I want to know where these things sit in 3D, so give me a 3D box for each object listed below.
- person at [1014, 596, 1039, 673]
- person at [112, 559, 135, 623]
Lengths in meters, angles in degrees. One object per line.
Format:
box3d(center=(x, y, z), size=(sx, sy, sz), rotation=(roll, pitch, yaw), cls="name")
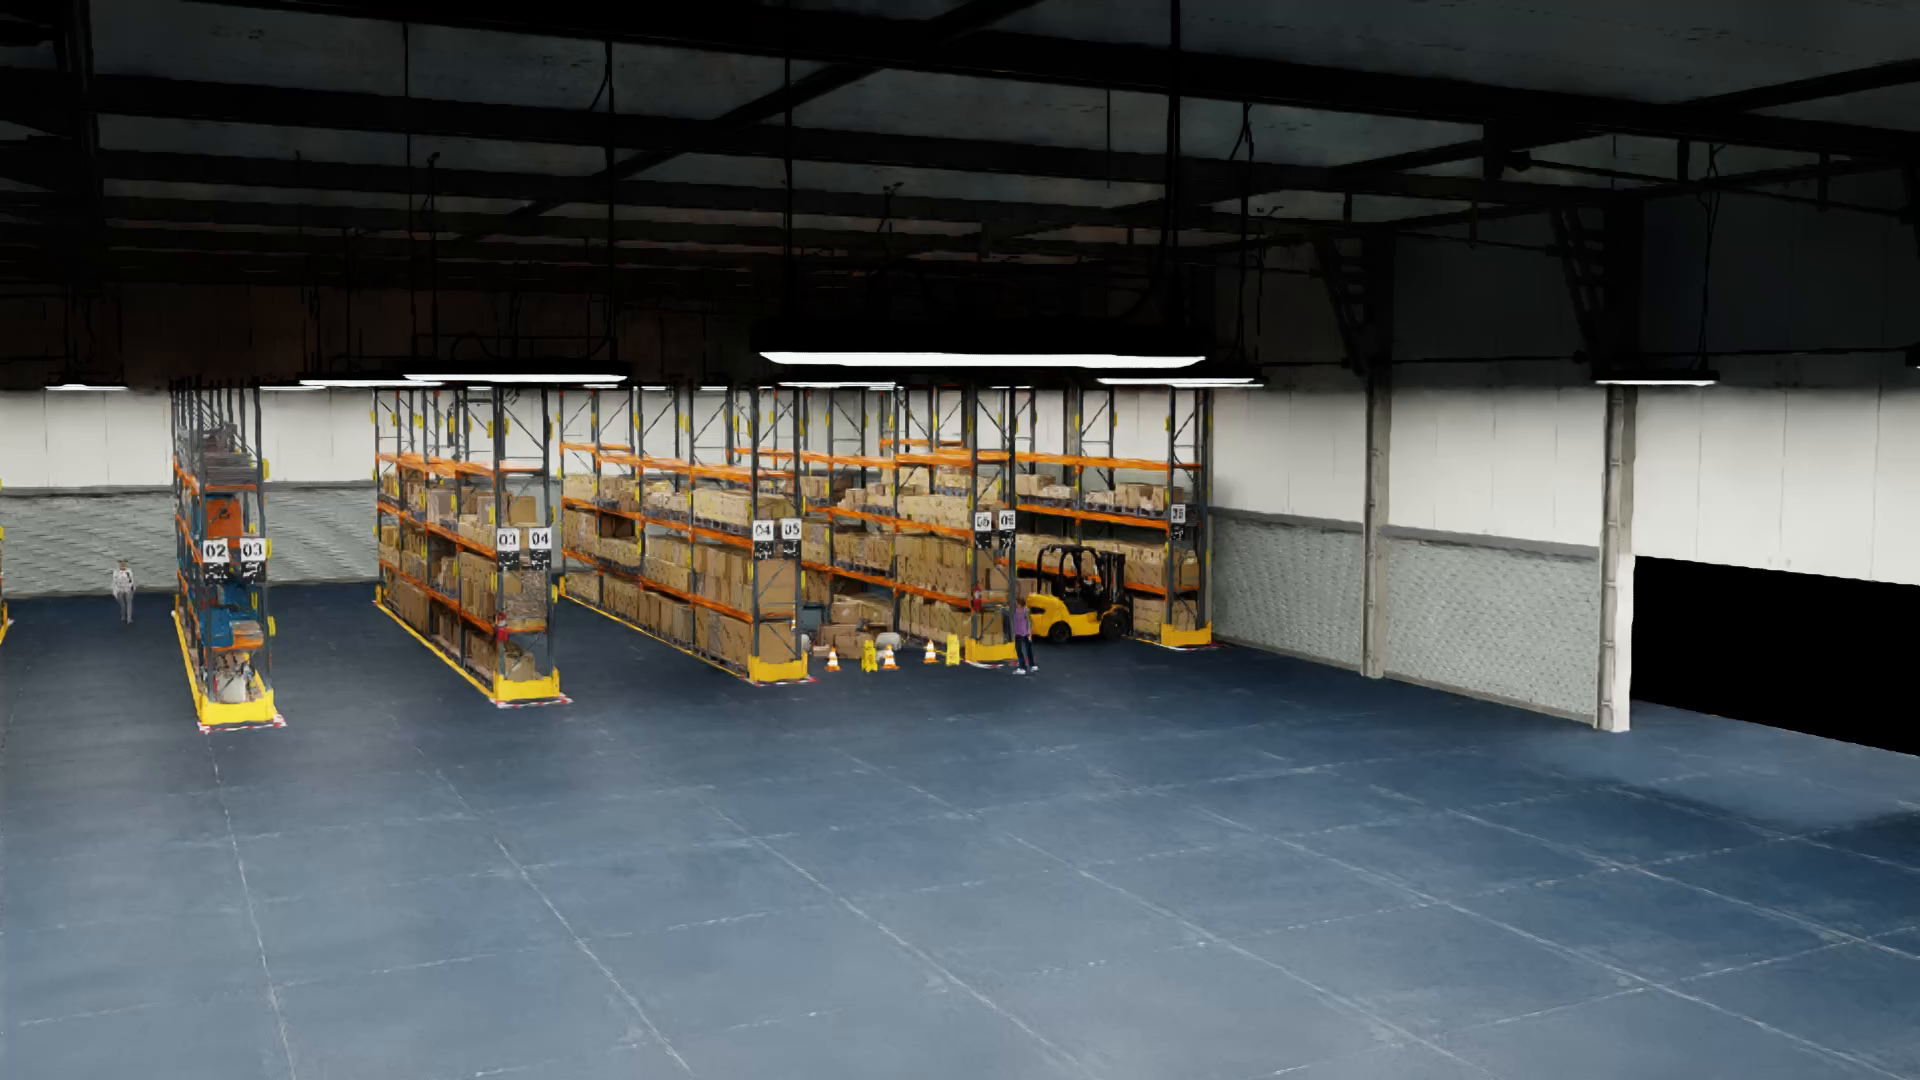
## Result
box3d(center=(1.334, 1.920, 33.961), size=(0.514, 1.587, 0.484), rotation=(4, 7, 39), cls="person")
box3d(center=(-20.765, 1.242, 41.273), size=(0.495, 1.589, 1.086), rotation=(-2, 6, -24), cls="person")
